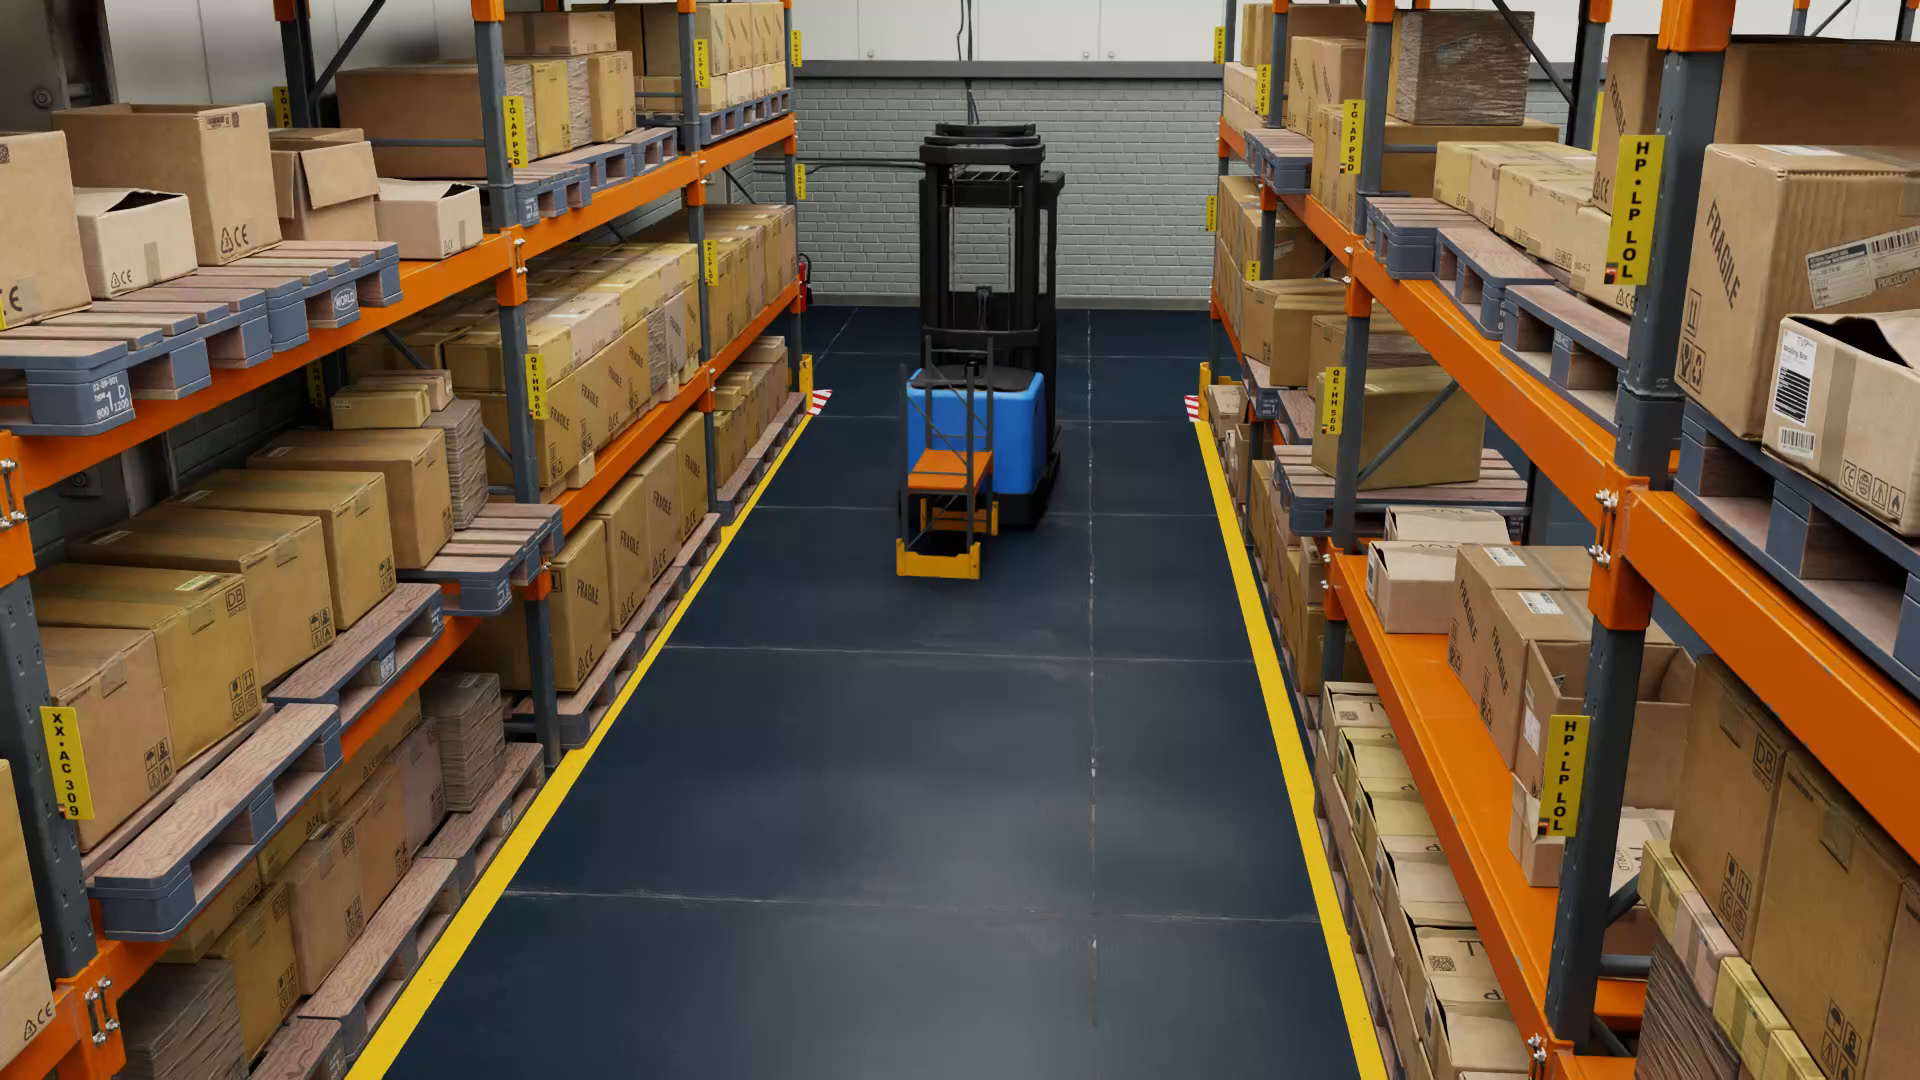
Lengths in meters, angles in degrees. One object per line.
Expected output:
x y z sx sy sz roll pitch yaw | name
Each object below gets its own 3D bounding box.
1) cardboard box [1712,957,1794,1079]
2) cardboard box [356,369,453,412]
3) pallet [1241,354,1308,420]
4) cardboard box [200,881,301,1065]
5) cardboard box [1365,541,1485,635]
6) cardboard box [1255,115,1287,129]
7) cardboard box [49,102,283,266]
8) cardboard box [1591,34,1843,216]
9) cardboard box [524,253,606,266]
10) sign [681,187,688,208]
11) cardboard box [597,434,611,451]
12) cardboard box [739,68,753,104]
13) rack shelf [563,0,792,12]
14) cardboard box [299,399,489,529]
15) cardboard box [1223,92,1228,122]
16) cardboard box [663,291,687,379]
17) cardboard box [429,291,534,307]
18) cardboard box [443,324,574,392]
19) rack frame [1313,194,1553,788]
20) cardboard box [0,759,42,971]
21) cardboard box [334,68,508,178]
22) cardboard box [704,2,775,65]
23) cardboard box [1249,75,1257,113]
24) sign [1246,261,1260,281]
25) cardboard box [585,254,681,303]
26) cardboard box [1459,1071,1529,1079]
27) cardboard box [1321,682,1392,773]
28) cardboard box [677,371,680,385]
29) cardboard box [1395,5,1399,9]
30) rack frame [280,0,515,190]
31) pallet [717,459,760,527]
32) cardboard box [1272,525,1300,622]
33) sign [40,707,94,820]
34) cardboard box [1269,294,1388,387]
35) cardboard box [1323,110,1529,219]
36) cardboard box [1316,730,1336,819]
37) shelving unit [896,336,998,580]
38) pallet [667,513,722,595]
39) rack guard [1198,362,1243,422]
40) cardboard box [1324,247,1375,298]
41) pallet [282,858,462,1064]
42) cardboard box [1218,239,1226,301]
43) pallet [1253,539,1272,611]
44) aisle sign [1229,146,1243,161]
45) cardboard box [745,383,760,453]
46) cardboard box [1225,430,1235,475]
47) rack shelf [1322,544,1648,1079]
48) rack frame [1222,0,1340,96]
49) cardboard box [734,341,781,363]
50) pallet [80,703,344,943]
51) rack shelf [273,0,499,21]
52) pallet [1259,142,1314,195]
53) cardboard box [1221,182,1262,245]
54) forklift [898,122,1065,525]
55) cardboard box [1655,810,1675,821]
1.784 0.986 3.395 0.380 0.149 0.250 1 18 2 | cardboard box
-2.618 -0.705 7.847 0.380 0.149 0.250 -1 18 -3 | cardboard box
2.439 -1.043 11.099 1.003 0.211 1.213 1 18 4 | pallet
-2.887 1.583 6.083 0.700 0.500 0.500 1 18 3 | cardboard box
2.061 0.178 7.207 0.500 0.311 0.500 1 18 3 | cardboard box
2.374 -2.892 11.854 0.500 0.250 0.500 1 18 4 | cardboard box
-2.703 -1.229 5.704 0.500 0.500 0.500 1 18 2 | cardboard box
2.133 -1.174 4.733 0.500 0.500 0.500 3 18 9 | cardboard box
-2.660 -1.745 11.056 0.500 0.250 0.500 1 18 5 | cardboard box
-2.603 -3.195 15.840 0.100 0.325 0.005 1 18 4 | sign
-2.304 -0.635 9.915 0.380 0.149 0.250 2 18 5 | cardboard box
-1.944 -3.617 13.234 0.500 0.250 0.500 1 18 2 | cardboard box
-2.193 -4.430 13.288 1.077 0.370 4.000 1 18 4 | rack shelf
-2.647 -0.358 7.831 0.700 0.500 0.500 -1 18 -3 | cardboard box
2.601 -3.823 14.697 0.500 0.250 0.500 1 18 4 | cardboard box
-2.145 -1.381 11.149 0.500 0.500 0.500 1 18 4 | cardboard box
-2.769 -1.269 9.604 0.500 0.250 0.500 1 18 3 | cardboard box
-2.331 -0.946 8.620 0.500 0.250 0.500 2 18 5 | cardboard box
2.318 -0.138 8.027 1.000 3.000 0.127 1 18 4 | rack frame
-2.635 0.854 4.004 0.500 0.500 0.500 1 18 4 | cardboard box
-2.646 -2.079 8.265 0.700 0.500 0.500 0 18 0 | cardboard box
-1.877 -4.301 14.117 0.500 0.500 0.500 2 18 6 | cardboard box
2.408 -3.284 12.250 0.500 0.250 0.500 1 18 4 | cardboard box
2.063 -1.802 11.714 0.100 0.325 0.005 1 18 4 | sign
-2.161 -1.735 11.027 0.500 0.250 0.500 2 18 5 | cardboard box
1.774 1.813 4.915 0.500 0.311 0.500 1 18 4 | cardboard box
1.988 0.859 7.826 0.500 0.311 0.500 2 18 6 | cardboard box
-2.136 -1.110 11.366 0.380 0.149 0.250 2 18 6 | cardboard box
2.779 -3.633 12.108 0.700 0.500 0.500 1 18 4 | cardboard box
-2.623 -3.098 7.427 1.000 3.000 0.127 1 18 4 | rack frame
-2.204 -0.399 13.302 1.003 0.211 1.213 1 18 4 | pallet
2.220 0.221 10.239 0.500 0.500 0.500 1 18 2 | cardboard box
-2.368 0.593 4.405 0.100 0.325 0.005 1 18 4 | sign
2.362 -1.270 10.648 0.700 0.500 0.500 4 19 13 | cardboard box
2.352 -1.906 8.444 0.910 0.500 0.500 1 18 4 | cardboard box
1.988 1.125 7.914 0.500 0.250 0.500 1 18 4 | cardboard box
-0.079 -0.613 11.886 0.587 1.500 1.083 3 18 8 | shelving unit
-2.317 0.077 11.850 1.003 0.211 1.213 1 18 4 | pallet
2.886 -1.411 15.927 1.175 0.500 0.348 1 18 4 | rack guard
2.919 -2.043 12.075 0.500 0.500 0.500 2 18 5 | cardboard box
-2.771 1.698 6.902 1.003 0.211 1.213 1 18 4 | pallet
2.565 -2.378 14.703 0.500 0.500 0.500 1 18 3 | cardboard box
2.584 0.198 11.479 1.003 0.211 1.213 1 18 4 | pallet
2.604 -3.886 15.290 0.394 0.787 0.004 1 18 4 | aisle sign
-2.102 -1.047 14.141 0.700 0.500 0.500 2 18 5 | cardboard box
2.416 -0.728 13.439 0.500 0.311 0.500 1 18 4 | cardboard box
2.175 0.825 6.244 1.077 0.370 4.000 1 18 4 | rack shelf
2.892 -5.474 14.676 1.000 3.000 0.127 1 18 4 | rack frame
-1.845 -1.709 15.120 0.380 0.149 0.250 2 18 5 | cardboard box
-2.710 0.852 5.314 1.003 0.211 1.213 1 18 4 | pallet
-2.767 -1.945 5.706 1.077 0.370 4.000 1 18 4 | rack shelf
2.417 -2.193 9.784 1.213 0.211 1.003 1 18 4 | pallet
2.567 -2.851 14.540 0.500 0.500 0.500 1 18 4 | cardboard box
0.258 -1.925 13.591 1.130 2.935 3.031 3 18 8 | forklift
2.299 0.953 5.101 0.380 0.149 0.250 1 18 4 | cardboard box
